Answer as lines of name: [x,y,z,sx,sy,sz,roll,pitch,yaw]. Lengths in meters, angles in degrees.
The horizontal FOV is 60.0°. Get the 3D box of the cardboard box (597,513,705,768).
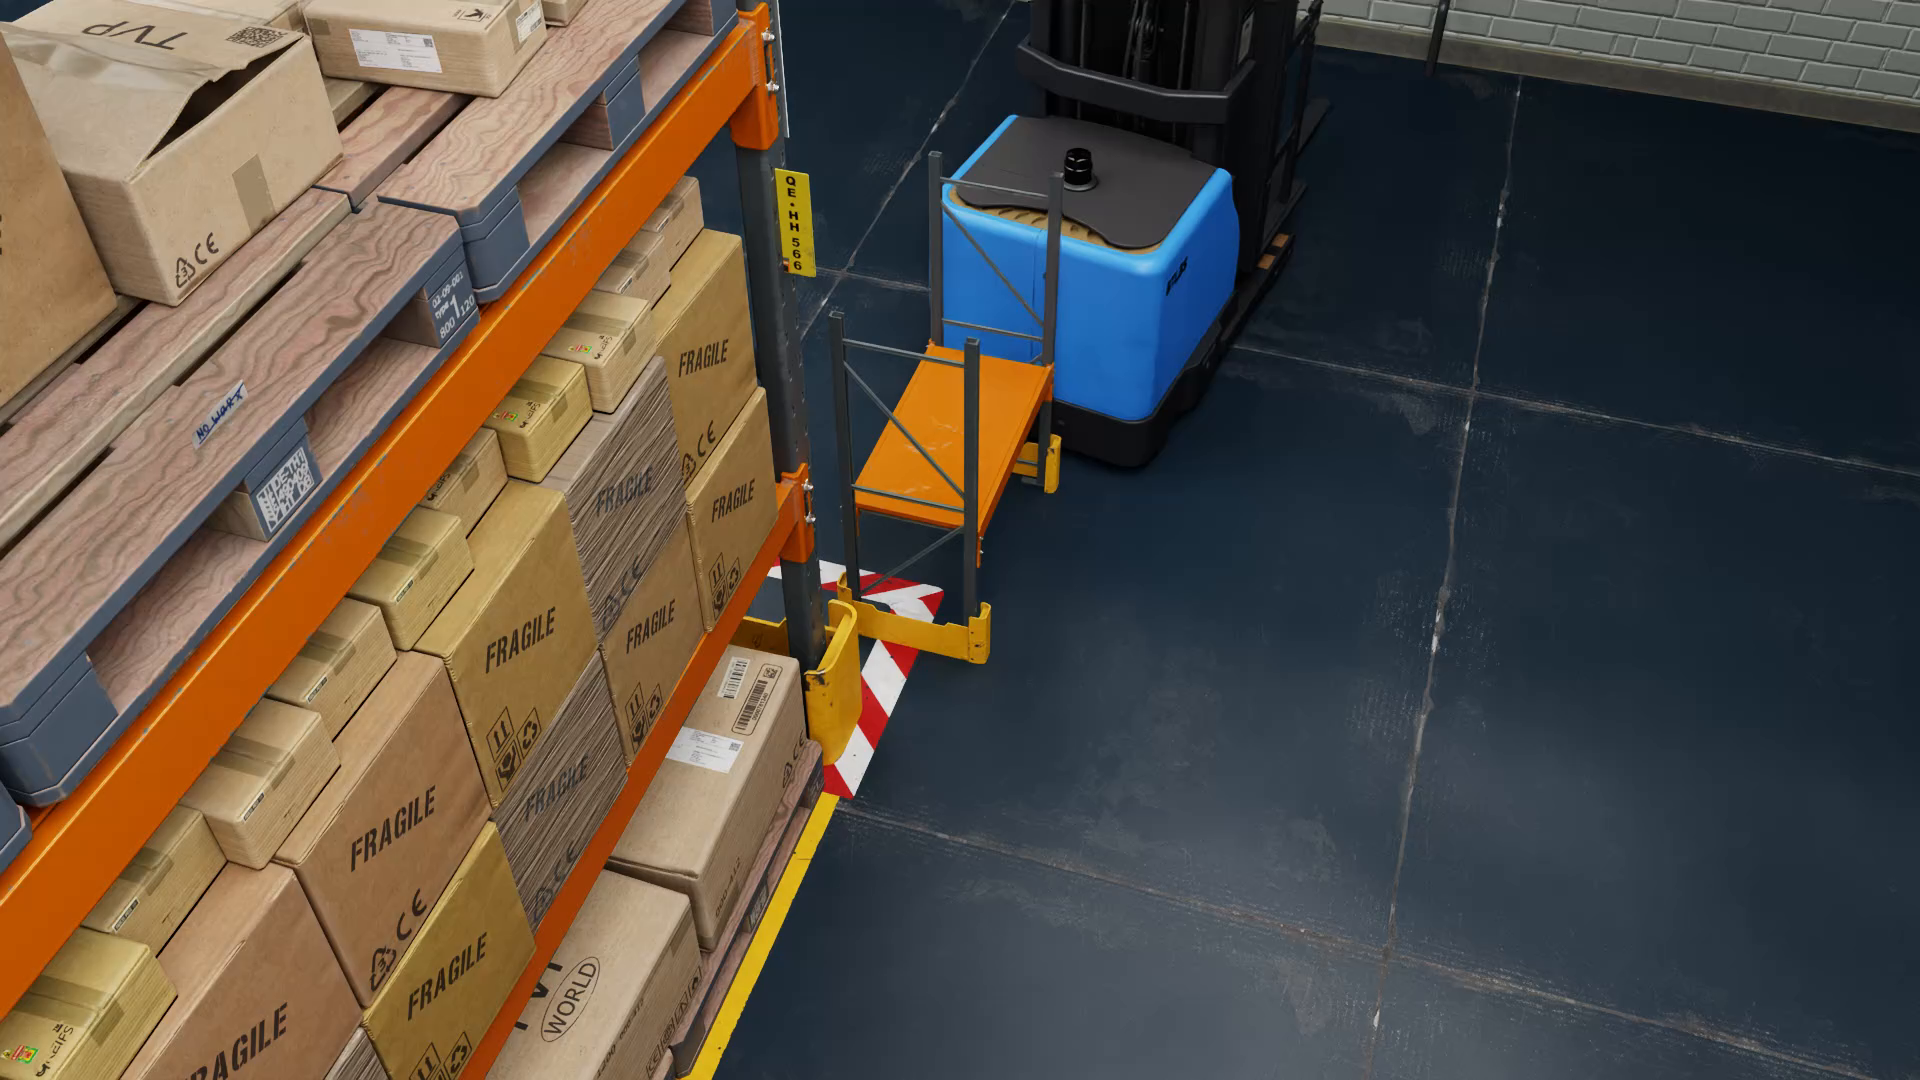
cardboard box: [-1.018,0.197,4.333,0.500,0.500,0.500,12,46,12]

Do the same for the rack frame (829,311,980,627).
rack frame: [-0.180,-0.140,5.821,0.500,1.500,0.032,13,46,13]

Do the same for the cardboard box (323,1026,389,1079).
cardboard box: [-1.464,1.232,3.275,0.500,0.500,0.500,13,46,13]

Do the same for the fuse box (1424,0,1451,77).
fuse box: [2.685,-3.237,8.835,0.539,1.711,0.414,13,46,13]

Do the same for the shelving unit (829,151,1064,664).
shelving unit: [-0.023,-0.485,6.174,0.587,1.500,1.083,13,46,13]

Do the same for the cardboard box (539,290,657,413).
cardboard box: [-0.928,-0.455,3.821,0.380,0.149,0.250,12,46,12]

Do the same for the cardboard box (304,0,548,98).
cardboard box: [-1.059,-1.029,3.320,0.380,0.149,0.250,9,45,9]

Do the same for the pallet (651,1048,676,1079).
pallet: [-1.497,1.880,4.677,1.003,0.211,1.213,13,46,12]

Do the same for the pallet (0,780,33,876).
pallet: [-1.911,0.606,1.904,1.003,0.211,1.213,13,46,13]

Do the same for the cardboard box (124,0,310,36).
cardboard box: [-1.507,-0.968,3.258,0.380,0.149,0.250,14,46,14]

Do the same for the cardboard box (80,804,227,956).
cardboard box: [-1.487,0.548,2.796,0.380,0.149,0.250,12,46,12]

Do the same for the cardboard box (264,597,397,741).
cardboard box: [-1.307,0.214,3.137,0.380,0.149,0.250,14,46,14]

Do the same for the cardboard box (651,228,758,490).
cardboard box: [-0.877,-0.498,4.327,0.500,0.500,0.500,14,46,14]

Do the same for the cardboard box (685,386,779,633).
cardboard box: [-0.852,-0.134,4.671,0.500,0.500,0.500,13,46,13]

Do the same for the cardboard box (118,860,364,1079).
cardboard box: [-1.469,0.856,2.944,0.500,0.500,0.500,13,46,13]

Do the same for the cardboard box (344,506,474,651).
cardboard box: [-1.210,0.043,3.312,0.380,0.149,0.250,14,46,13]

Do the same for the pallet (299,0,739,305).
pallet: [-1.173,-1.020,3.566,1.003,0.211,1.213,13,46,13]

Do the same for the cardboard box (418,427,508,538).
cardboard box: [-1.190,-0.137,3.495,0.380,0.149,0.250,12,46,12]

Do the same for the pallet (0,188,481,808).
pallet: [-1.540,-0.204,2.733,1.003,0.211,1.213,13,46,13]

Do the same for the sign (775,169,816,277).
sign: [-0.445,-0.851,4.477,0.100,0.325,0.005,13,46,13]

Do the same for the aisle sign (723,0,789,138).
aisle sign: [-0.641,-1.388,4.165,0.394,0.787,0.004,13,46,13]

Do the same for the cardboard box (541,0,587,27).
cardboard box: [-1.008,-1.362,3.588,0.500,0.250,0.500,9,45,9]

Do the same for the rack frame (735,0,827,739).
rack frame: [-0.958,-0.476,5.092,1.000,3.000,0.127,13,46,13]

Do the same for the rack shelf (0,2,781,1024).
rack shelf: [-1.563,0.042,2.932,1.077,0.370,4.000,13,46,13]

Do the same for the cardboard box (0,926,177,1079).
cardboard box: [-1.485,0.732,2.607,0.380,0.149,0.250,11,46,11]

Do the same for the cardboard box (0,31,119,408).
cardboard box: [-1.711,-0.458,2.485,0.500,0.500,0.500,13,46,13]

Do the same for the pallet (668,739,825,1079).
pallet: [-1.125,1.070,5.506,1.003,0.211,1.213,13,46,13]

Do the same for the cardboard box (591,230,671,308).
cardboard box: [-0.930,-0.645,4.015,0.380,0.149,0.250,13,46,13]

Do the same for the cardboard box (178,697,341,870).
cardboard box: [-1.347,0.398,2.948,0.380,0.149,0.250,13,46,13]

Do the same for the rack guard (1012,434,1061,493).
rack guard: [0.128,-0.370,6.950,0.587,0.250,0.087,13,46,13]

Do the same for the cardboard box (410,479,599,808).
cardboard box: [-1.160,0.186,3.629,0.500,0.500,0.500,12,46,12]

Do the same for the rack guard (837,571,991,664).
rack guard: [-0.174,0.293,6.271,0.587,0.250,0.087,13,46,13]

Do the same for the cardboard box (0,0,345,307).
cardboard box: [-1.459,-0.715,2.883,0.500,0.311,0.500,13,46,13]

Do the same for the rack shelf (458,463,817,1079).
rack shelf: [-1.563,1.114,3.981,1.077,0.370,4.000,13,46,13]

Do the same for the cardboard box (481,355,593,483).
cardboard box: [-1.043,-0.296,3.658,0.380,0.149,0.250,14,46,13]

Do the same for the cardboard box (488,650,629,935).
cardboard box: [-1.164,0.542,3.980,0.500,0.500,0.500,14,46,14]

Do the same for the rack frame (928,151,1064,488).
rack frame: [0.128,-0.818,6.514,0.500,1.500,0.032,13,46,13]

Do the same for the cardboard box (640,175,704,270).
cardboard box: [-0.876,-0.820,4.193,0.380,0.149,0.250,13,46,13]

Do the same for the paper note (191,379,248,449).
paper note: [-1.039,-0.176,2.338,0.006,0.032,0.123,13,46,13]

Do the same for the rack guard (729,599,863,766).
rack guard: [-0.951,0.401,5.983,1.175,0.500,0.348,13,46,13]

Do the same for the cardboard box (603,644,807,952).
cardboard box: [-1.062,0.750,5.370,0.875,0.438,0.875,11,45,11]

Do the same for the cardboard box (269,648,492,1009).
cardboard box: [-1.314,0.521,3.287,0.500,0.500,0.500,12,46,12]

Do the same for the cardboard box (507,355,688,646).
cardboard box: [-1.007,-0.143,3.965,0.500,0.500,0.500,13,46,13]

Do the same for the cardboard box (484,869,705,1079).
cardboard box: [-1.332,1.362,4.745,0.875,0.438,0.875,14,46,14]

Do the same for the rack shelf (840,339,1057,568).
rack shelf: [-0.026,-0.351,6.293,0.538,0.185,1.000,13,46,13]

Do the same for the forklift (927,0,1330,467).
forklift: [0.975,-2.385,7.092,1.130,2.935,3.031,20,48,19]

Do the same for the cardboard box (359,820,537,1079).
cardboard box: [-1.308,0.889,3.626,0.500,0.500,0.500,14,46,14]
